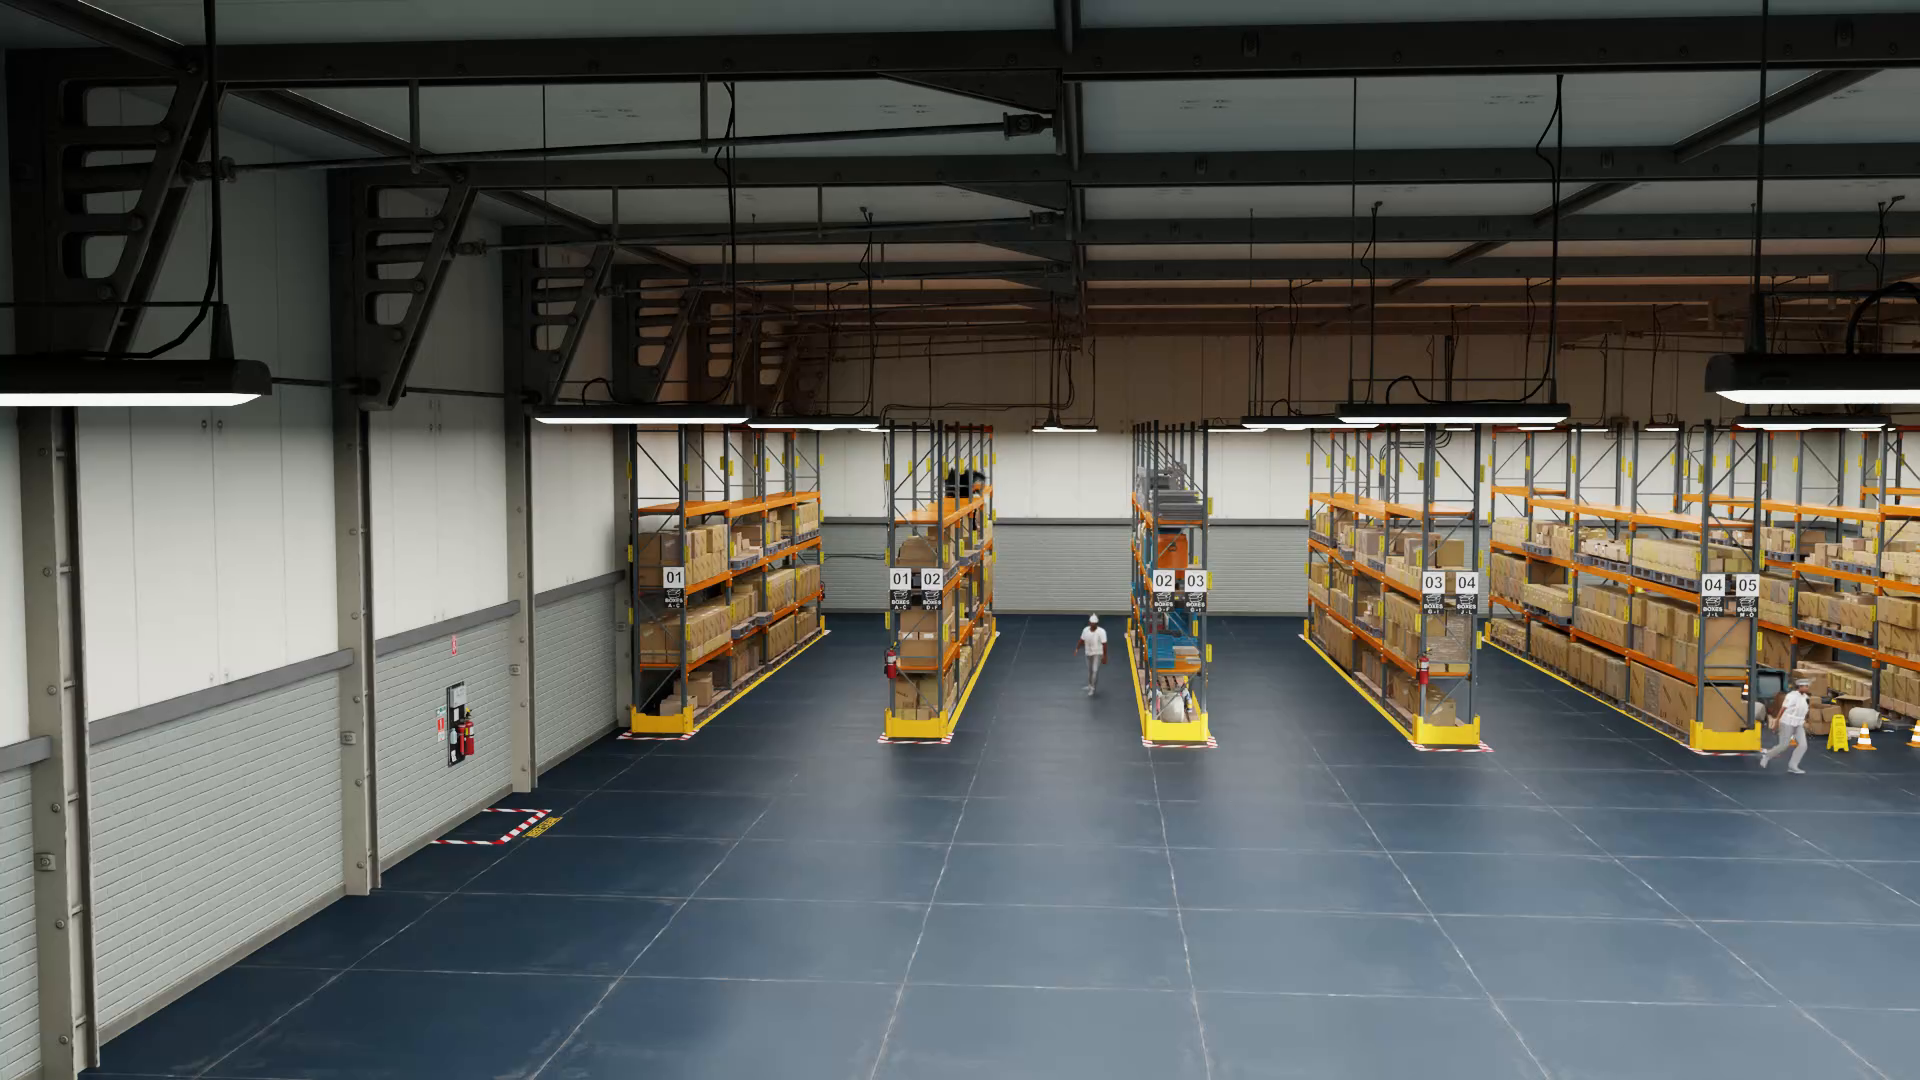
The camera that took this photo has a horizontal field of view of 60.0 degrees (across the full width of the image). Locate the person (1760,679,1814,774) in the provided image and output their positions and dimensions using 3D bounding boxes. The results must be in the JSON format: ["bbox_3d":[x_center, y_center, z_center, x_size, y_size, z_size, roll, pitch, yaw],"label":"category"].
[{"bbox_3d":[14.044,3.125,28.246,0.650,1.618,0.678,-2,4,-26],"label":"person"}]

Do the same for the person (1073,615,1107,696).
[{"bbox_3d":[2.898,2.527,36.791,0.753,1.761,0.767,3,5,40],"label":"person"}]

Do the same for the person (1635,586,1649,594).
[{"bbox_3d":[19.790,1.781,48.456,0.720,1.787,0.672,-1,4,-19],"label":"person"}]
